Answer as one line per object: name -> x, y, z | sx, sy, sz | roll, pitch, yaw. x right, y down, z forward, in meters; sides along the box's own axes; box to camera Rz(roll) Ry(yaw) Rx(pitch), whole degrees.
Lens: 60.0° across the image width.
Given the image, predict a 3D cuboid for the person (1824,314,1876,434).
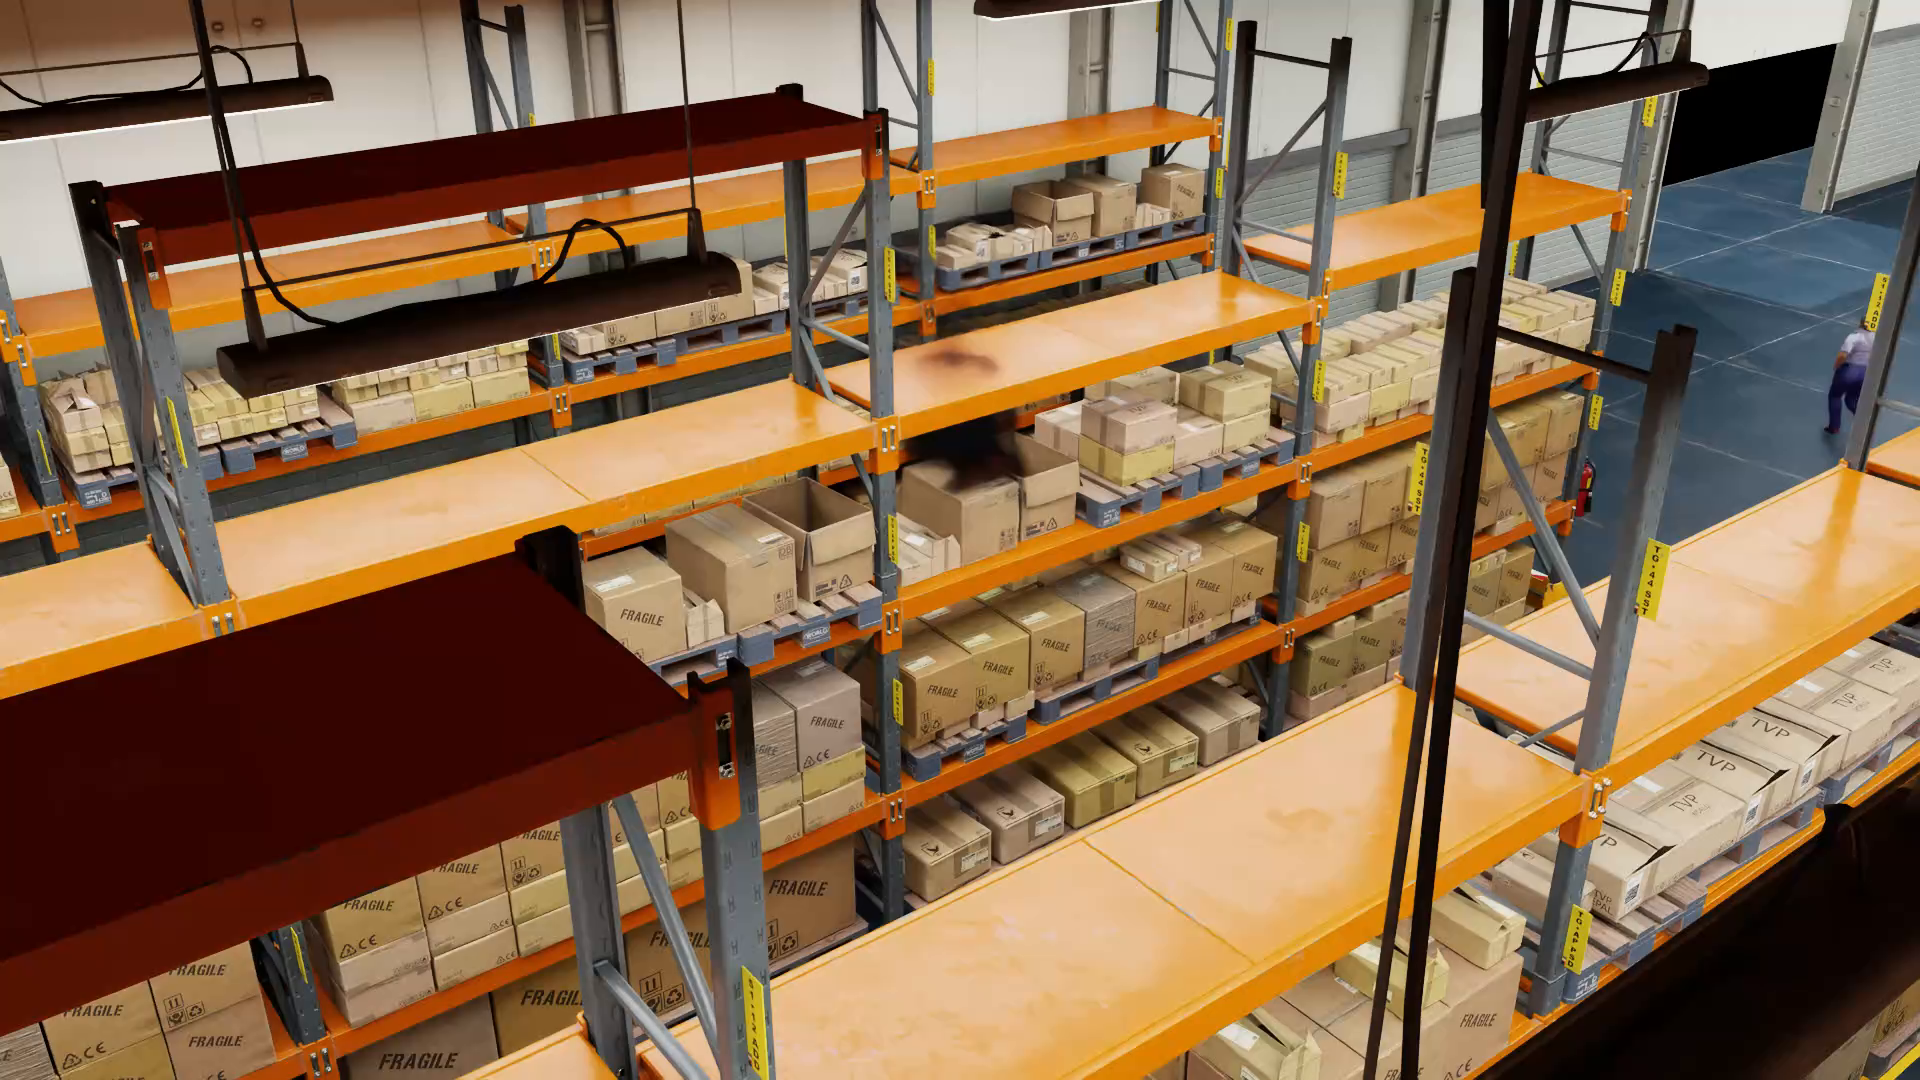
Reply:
person -> 10.967, -1.993, 20.389 | 0.608, 1.623, 0.685 | 1, 26, 2
